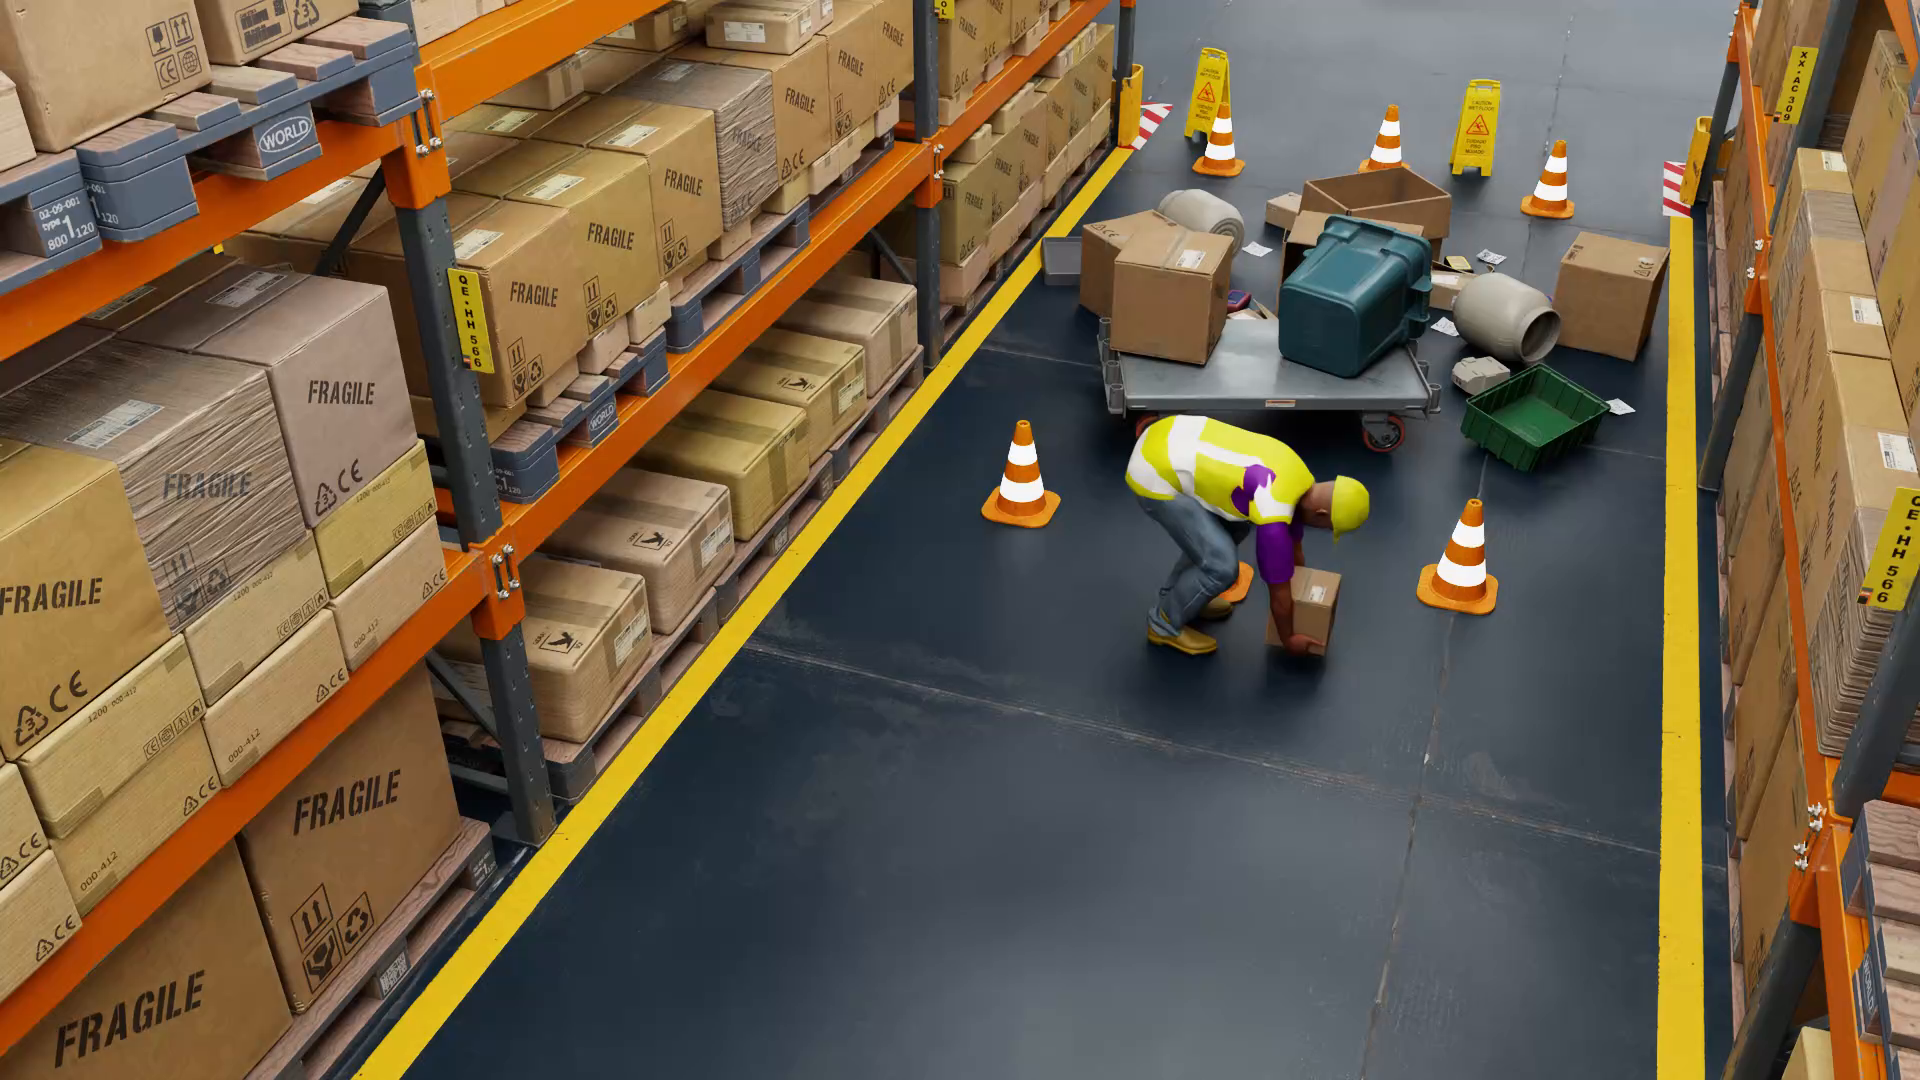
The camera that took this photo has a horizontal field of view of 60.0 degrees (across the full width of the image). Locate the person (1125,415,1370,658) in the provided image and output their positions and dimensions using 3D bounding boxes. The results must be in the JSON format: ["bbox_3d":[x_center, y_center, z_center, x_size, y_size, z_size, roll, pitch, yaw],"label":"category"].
[{"bbox_3d":[1.159,-0.011,6.839,0.975,0.992,0.494,9,34,14],"label":"person"}]
